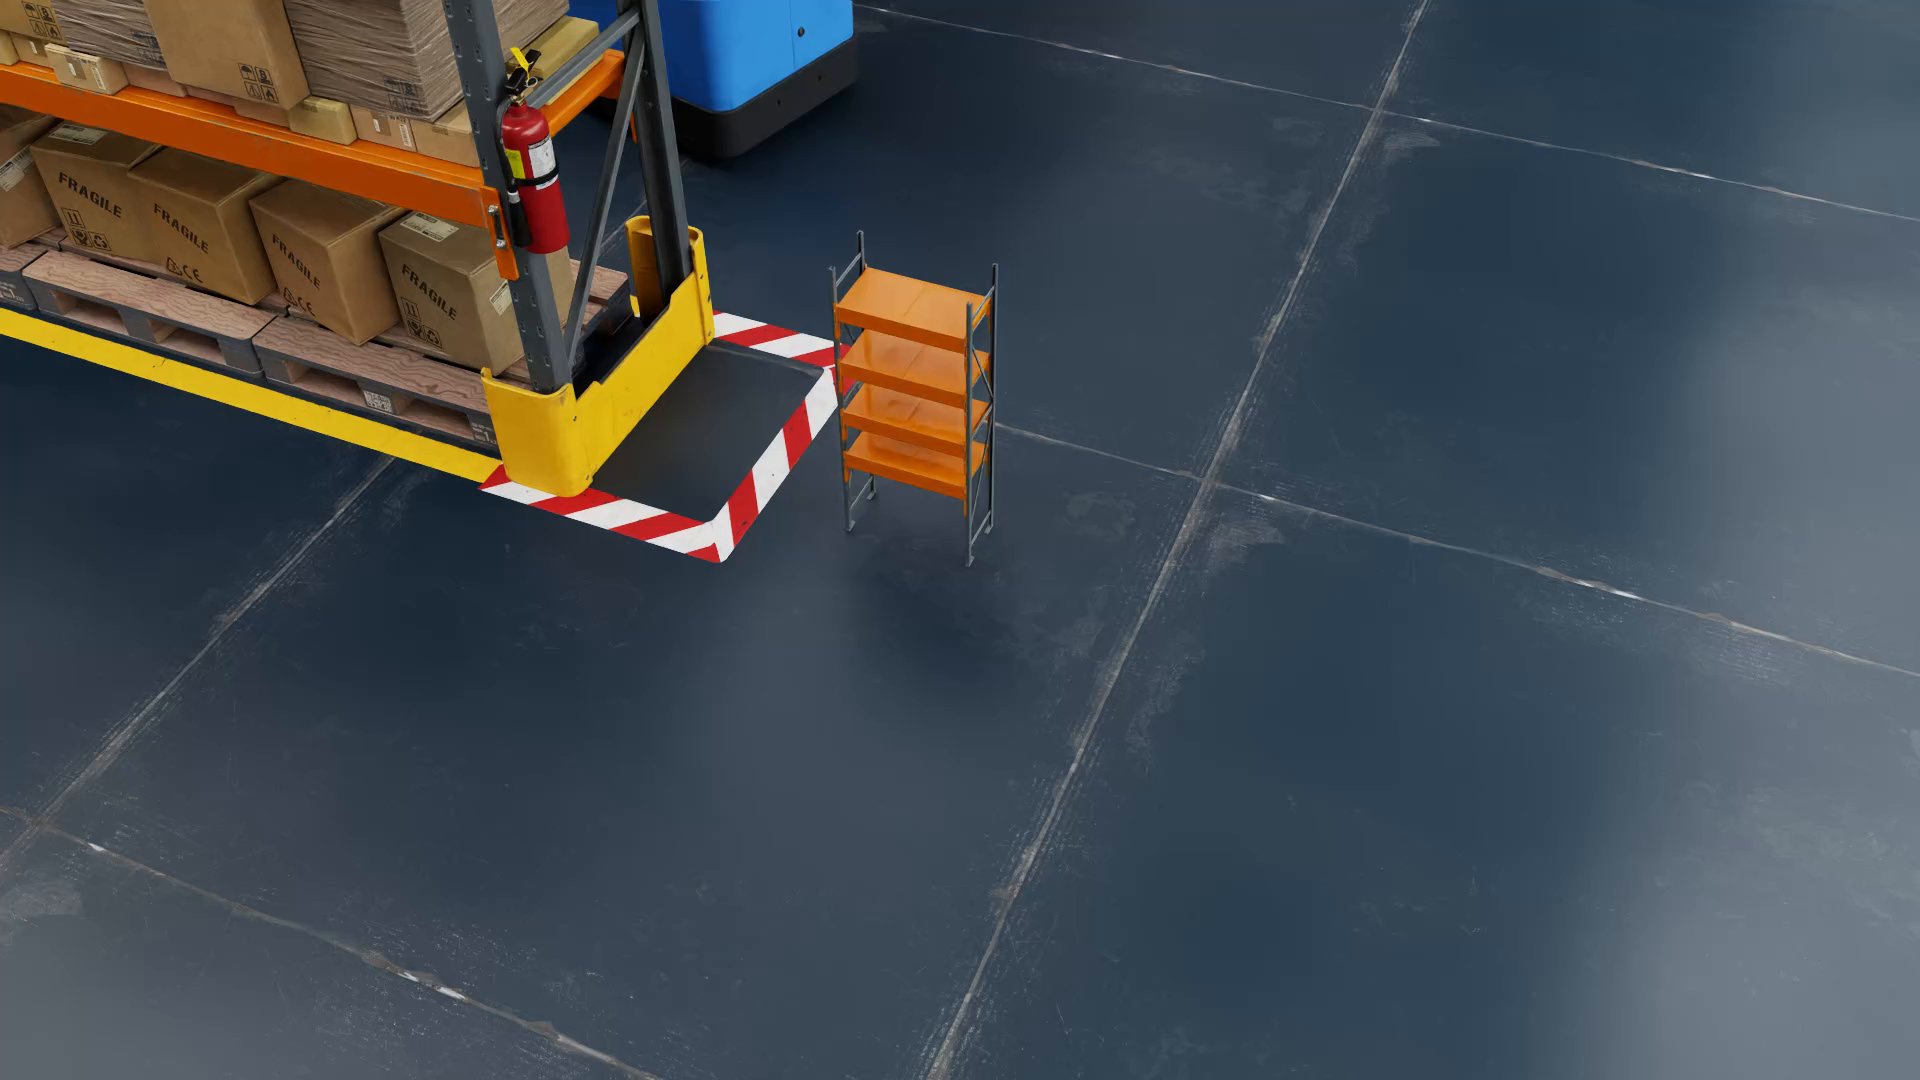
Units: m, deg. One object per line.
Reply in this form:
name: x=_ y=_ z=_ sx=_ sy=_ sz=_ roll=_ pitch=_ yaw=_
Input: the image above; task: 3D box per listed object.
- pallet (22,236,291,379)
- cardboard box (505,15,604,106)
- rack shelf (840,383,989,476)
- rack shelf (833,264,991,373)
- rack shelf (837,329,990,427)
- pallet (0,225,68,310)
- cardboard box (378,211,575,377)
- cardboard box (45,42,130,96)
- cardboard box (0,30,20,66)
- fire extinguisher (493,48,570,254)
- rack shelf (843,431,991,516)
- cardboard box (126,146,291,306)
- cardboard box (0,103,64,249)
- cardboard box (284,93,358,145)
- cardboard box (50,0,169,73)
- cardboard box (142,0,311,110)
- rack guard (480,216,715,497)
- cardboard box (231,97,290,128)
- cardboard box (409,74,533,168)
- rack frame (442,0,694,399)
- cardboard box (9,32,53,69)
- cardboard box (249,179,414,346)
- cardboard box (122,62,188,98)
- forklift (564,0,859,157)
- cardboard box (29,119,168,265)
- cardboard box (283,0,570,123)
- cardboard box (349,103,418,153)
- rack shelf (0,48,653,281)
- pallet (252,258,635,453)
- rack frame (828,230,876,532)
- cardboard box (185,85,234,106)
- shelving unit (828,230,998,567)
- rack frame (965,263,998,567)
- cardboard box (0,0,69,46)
pallet: x=-3.273 y=-1.228 z=7.334 sx=1.213 sy=0.211 sz=1.003 roll=16 pitch=47 yaw=16
cardboard box: x=-1.516 y=-1.763 z=6.074 sx=0.250 sy=0.149 sz=0.380 roll=16 pitch=47 yaw=16
rack shelf: x=-0.153 y=-0.423 z=5.919 sx=0.480 sy=0.148 sz=0.258 roll=16 pitch=47 yaw=16
rack shelf: x=-0.153 y=-0.749 z=5.595 sx=0.480 sy=0.148 sz=0.258 roll=16 pitch=47 yaw=16
rack shelf: x=-0.153 y=-0.581 z=5.762 sx=0.480 sy=0.148 sz=0.258 roll=16 pitch=47 yaw=16
pallet: x=-4.403 y=-1.558 z=7.666 sx=1.213 sy=0.211 sz=1.003 roll=16 pitch=47 yaw=16
cardboard box: x=-1.914 y=-1.063 z=6.666 sx=0.500 sy=0.500 sz=0.500 roll=25 pitch=50 yaw=23
cardboard box: x=-3.112 y=-1.813 z=6.123 sx=0.250 sy=0.149 sz=0.380 roll=16 pitch=47 yaw=16
cardboard box: x=-3.564 y=-1.964 z=6.275 sx=0.250 sy=0.149 sz=0.380 roll=16 pitch=47 yaw=16
fire extinguisher: x=-1.416 y=-1.261 z=5.446 sx=0.183 sy=0.674 sz=0.296 roll=16 pitch=47 yaw=16
rack shelf: x=-0.153 y=-0.282 z=6.059 sx=0.480 sy=0.148 sz=0.258 roll=16 pitch=47 yaw=16
cardboard box: x=-3.050 y=-1.385 z=6.990 sx=0.500 sy=0.500 sz=0.500 roll=21 pitch=48 yaw=19
cardboard box: x=-4.151 y=-1.684 z=7.290 sx=0.500 sy=0.500 sz=0.500 roll=32 pitch=53 yaw=28
cardboard box: x=-2.168 y=-1.576 z=5.886 sx=0.250 sy=0.149 sz=0.380 roll=16 pitch=47 yaw=16
cardboard box: x=-2.794 y=-2.149 z=6.002 sx=0.500 sy=0.500 sz=0.875 roll=16 pitch=47 yaw=16
cardboard box: x=-2.349 y=-1.986 z=5.837 sx=0.500 sy=0.500 sz=0.875 roll=16 pitch=47 yaw=16
rack guard: x=-1.415 y=-0.754 z=6.654 sx=0.348 sy=0.500 sz=1.175 roll=16 pitch=47 yaw=16
cardboard box: x=-2.393 y=-1.654 z=5.964 sx=0.250 sy=0.149 sz=0.380 roll=16 pitch=47 yaw=16
cardboard box: x=-1.687 y=-1.474 z=5.783 sx=0.250 sy=0.149 sz=0.380 roll=16 pitch=47 yaw=16
rack frame: x=-1.344 y=-1.620 z=5.751 sx=0.127 sy=3.000 sz=1.000 roll=16 pitch=47 yaw=16
cardboard box: x=-3.316 y=-1.926 z=6.237 sx=0.250 sy=0.149 sz=0.380 roll=16 pitch=47 yaw=16
cardboard box: x=-2.479 y=-1.203 z=6.807 sx=0.500 sy=0.500 sz=0.500 roll=29 pitch=52 yaw=26
cardboard box: x=-2.847 y=-1.803 z=6.113 sx=0.250 sy=0.149 sz=0.380 roll=16 pitch=47 yaw=16
forklift: x=-2.003 y=-3.734 z=7.925 sx=3.031 sy=2.935 sz=1.130 roll=28 pitch=51 yaw=25
cardboard box: x=-3.548 y=-1.566 z=7.172 sx=0.500 sy=0.500 sz=0.500 roll=13 pitch=46 yaw=12
cardboard box: x=-1.841 y=-1.928 z=5.779 sx=0.500 sy=0.500 sz=0.875 roll=16 pitch=47 yaw=16
cardboard box: x=-1.917 y=-1.542 z=5.851 sx=0.250 sy=0.149 sz=0.380 roll=16 pitch=47 yaw=16
rack shelf: x=-3.190 y=-1.908 z=6.551 sx=4.000 sy=0.370 sz=1.077 roll=16 pitch=47 yaw=16
pallet: x=-2.151 y=-0.896 z=7.000 sx=1.213 sy=0.211 sz=1.003 roll=16 pitch=47 yaw=16
rack frame: x=-0.378 y=-0.537 z=5.939 sx=0.015 sy=1.200 sz=0.240 roll=16 pitch=47 yaw=16
cardboard box: x=-2.607 y=-1.749 z=6.059 sx=0.250 sy=0.149 sz=0.380 roll=16 pitch=47 yaw=16
shelving unit: x=-0.153 y=-0.470 z=5.872 sx=0.503 sy=1.200 sz=0.258 roll=16 pitch=47 yaw=16
rack frame: x=0.072 y=-0.404 z=5.805 sx=0.015 sy=1.200 sz=0.240 roll=16 pitch=47 yaw=16
cardboard box: x=-3.251 y=-2.293 z=6.146 sx=0.500 sy=0.500 sz=0.875 roll=16 pitch=47 yaw=16
